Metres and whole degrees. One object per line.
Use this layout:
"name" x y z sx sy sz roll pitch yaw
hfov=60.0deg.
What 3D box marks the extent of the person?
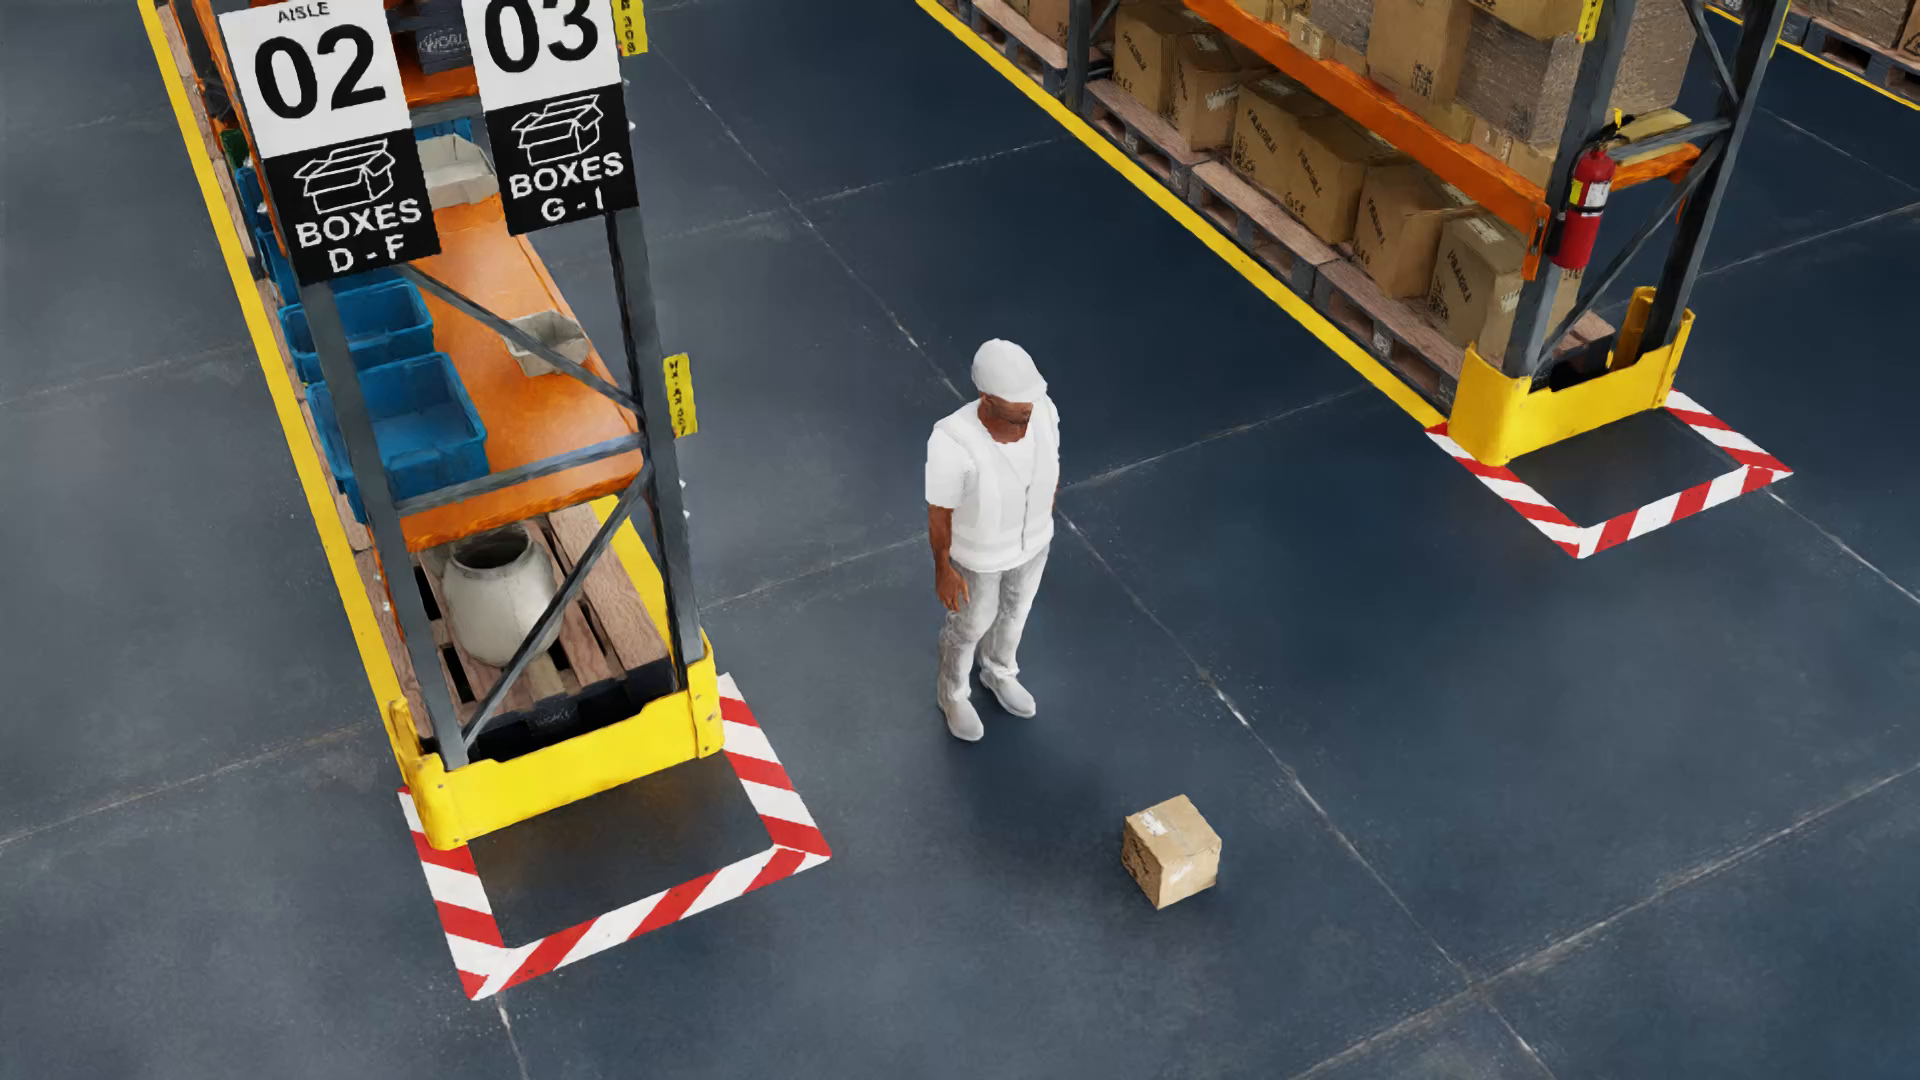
"person" 0.139 0.010 6.116 0.584 1.782 0.399 -25 47 -26
